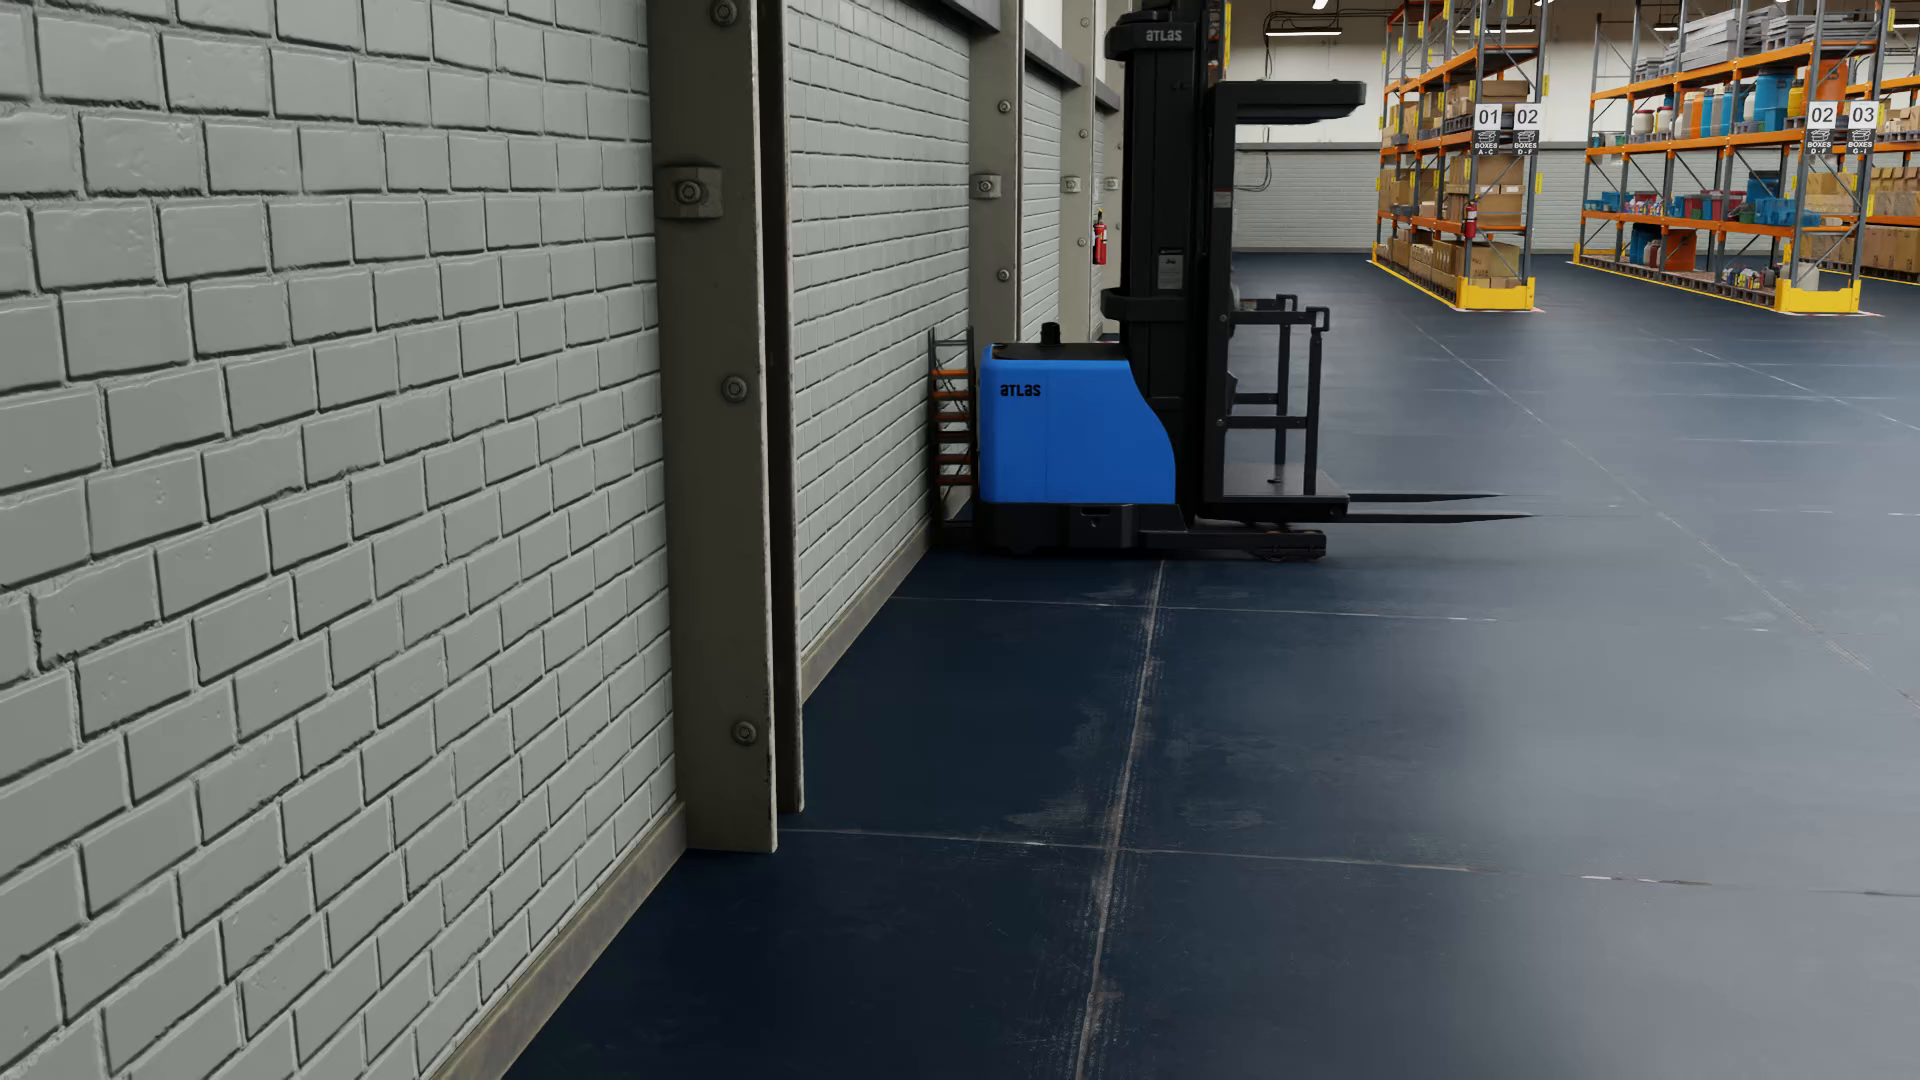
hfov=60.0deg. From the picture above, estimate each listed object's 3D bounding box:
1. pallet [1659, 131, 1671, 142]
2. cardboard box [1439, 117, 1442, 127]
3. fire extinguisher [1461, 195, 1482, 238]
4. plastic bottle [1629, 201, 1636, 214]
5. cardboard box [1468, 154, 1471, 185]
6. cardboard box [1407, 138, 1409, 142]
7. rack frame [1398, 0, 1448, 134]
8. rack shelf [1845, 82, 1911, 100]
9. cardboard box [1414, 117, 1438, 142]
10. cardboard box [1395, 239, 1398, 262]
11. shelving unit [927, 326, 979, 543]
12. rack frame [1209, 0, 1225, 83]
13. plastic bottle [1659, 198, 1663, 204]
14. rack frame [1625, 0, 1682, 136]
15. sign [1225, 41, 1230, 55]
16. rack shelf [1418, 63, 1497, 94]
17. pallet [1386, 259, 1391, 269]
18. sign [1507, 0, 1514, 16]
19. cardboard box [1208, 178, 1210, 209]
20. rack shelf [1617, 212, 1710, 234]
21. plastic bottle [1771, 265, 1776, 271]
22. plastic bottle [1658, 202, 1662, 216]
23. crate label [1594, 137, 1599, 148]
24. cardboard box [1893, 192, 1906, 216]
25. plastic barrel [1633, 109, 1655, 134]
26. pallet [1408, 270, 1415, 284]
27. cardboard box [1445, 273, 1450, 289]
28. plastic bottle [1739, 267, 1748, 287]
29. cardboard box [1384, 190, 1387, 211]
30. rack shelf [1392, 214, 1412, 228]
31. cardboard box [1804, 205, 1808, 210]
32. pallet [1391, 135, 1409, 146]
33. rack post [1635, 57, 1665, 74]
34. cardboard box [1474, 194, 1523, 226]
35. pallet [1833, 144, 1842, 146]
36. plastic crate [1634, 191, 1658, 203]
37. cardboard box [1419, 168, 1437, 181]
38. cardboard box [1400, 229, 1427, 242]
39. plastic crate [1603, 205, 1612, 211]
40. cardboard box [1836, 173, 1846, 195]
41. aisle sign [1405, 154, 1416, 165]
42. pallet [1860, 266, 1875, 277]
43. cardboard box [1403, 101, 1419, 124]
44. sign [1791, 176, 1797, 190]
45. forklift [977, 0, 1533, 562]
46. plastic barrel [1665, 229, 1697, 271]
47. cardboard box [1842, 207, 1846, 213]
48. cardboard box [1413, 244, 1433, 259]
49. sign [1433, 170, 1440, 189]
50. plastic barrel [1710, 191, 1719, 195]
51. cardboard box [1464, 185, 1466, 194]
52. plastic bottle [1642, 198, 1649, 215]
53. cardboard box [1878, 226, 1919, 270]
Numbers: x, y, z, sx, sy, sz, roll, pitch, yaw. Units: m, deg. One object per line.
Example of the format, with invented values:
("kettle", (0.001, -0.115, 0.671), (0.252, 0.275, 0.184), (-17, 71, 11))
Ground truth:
("pallet", (14.980, -8.255, 34.007), (1.003, 0.211, 1.213), (2, 12, 9))
("cardboard box", (9.795, -8.279, 33.027), (0.500, 0.250, 0.500), (2, 12, 10))
("fire extinguisher", (8.164, -5.174, 26.563), (0.296, 0.674, 0.183), (2, 12, 9))
("plastic bottle", (14.877, -7.337, 36.712), (0.152, 0.276, 0.135), (2, 12, 9))
("cardboard box", (8.810, -6.121, 27.461), (0.700, 0.500, 0.500), (2, 12, 7))
("cardboard box", (10.299, -9.222, 38.400), (0.500, 0.250, 0.500), (2, 12, 9))
("rack frame", (10.487, -10.652, 37.559), (1.000, 3.000, 0.127), (2, 12, 9))
("rack shelf", (20.583, -10.199, 38.115), (1.077, 0.370, 4.000), (2, 12, 9))
("cardboard box", (9.906, -8.493, 34.427), (0.910, 0.500, 0.500), (2, 12, 9))
("cardboard box", (10.101, -6.508, 37.460), (0.500, 0.500, 0.500), (2, 12, 9))
("shelving unit", (-0.035, -0.590, 9.349), (0.258, 1.200, 0.189), (0, 13, 6))
("rack frame", (3.746, -8.313, 26.709), (1.000, 3.000, 0.127), (2, 12, 9))
("plastic bottle", (15.420, -7.336, 36.532), (0.144, 0.351, 0.185), (2, 12, 9))
("rack frame", (15.381, -10.490, 36.810), (1.000, 3.000, 0.127), (2, 12, 9))
("sign", (6.130, -11.292, 38.123), (0.100, 0.325, 0.005), (2, 12, 9))
("rack shelf", (9.564, -8.855, 31.881), (1.077, 0.370, 4.000), (2, 12, 9))
("pallet", (10.594, -6.499, 39.148), (1.003, 0.211, 1.213), (2, 12, 9))
("sign", (9.801, -9.497, 29.609), (0.100, 0.325, 0.005), (2, 12, 9))
("cardboard box", (4.117, -5.773, 27.691), (0.500, 0.500, 0.500), (2, 12, 9))
("rack shelf", (15.073, -6.790, 35.586), (1.077, 0.370, 4.000), (2, 12, 9))
("plastic bottle", (14.336, -4.669, 29.282), (0.144, 0.351, 0.185), (2, 12, 7))
("plastic bottle", (14.442, -6.814, 34.269), (0.061, 0.283, 0.133), (2, 12, 9))
("crate label", (15.535, -9.602, 40.163), (0.408, 0.251, 0.502), (2, 12, 9))
("cardboard box", (19.650, -6.936, 34.320), (0.500, 0.500, 0.500), (1, 12, 7))
("plastic barrel", (15.052, -9.194, 36.597), (0.433, 0.535, 0.433), (0, 12, 0))
("pallet", (9.707, -5.353, 33.831), (1.003, 0.211, 1.213), (2, 12, 9))
("cardboard box", (8.572, -4.412, 28.375), (0.500, 0.250, 0.500), (2, 12, 9))
("plastic bottle", (13.522, -4.530, 28.637), (0.144, 0.351, 0.185), (2, 12, 8))
("cardboard box", (10.541, -8.201, 40.189), (0.500, 0.500, 0.500), (2, 12, 9))
("rack shelf", (10.179, -6.951, 36.334), (1.077, 0.370, 4.000), (2, 12, 9))
("cardboard box", (20.432, -7.937, 39.799), (0.380, 0.149, 0.250), (2, 12, 7))
("pallet", (10.317, -8.960, 37.275), (1.213, 0.211, 1.003), (2, 12, 9))
("rack post", (15.220, -10.279, 36.009), (0.937, 0.300, 0.954), (2, 12, 8))
("cardboard box", (8.726, -5.367, 27.038), (0.700, 0.500, 0.500), (2, 12, 9))
("pallet", (20.786, -9.498, 39.536), (1.003, 0.211, 1.213), (2, 12, 9))
("plastic crate", (15.766, -7.796, 38.254), (0.402, 0.464, 0.583), (2, 12, 9))
("cardboard box", (10.838, -8.346, 38.488), (0.500, 0.500, 0.500), (2, 12, 10))
("cardboard box", (9.941, -6.673, 36.447), (0.500, 0.250, 0.500), (2, 12, 8))
("plastic crate", (15.352, -7.830, 39.191), (0.293, 0.136, 0.466), (2, 12, 9))
("cardboard box", (20.163, -8.044, 37.571), (0.500, 0.500, 0.500), (2, 12, 9))
("aisle sign", (11.415, -9.827, 41.800), (0.394, 0.787, 0.004), (2, 12, 9))
("pallet", (20.231, -5.871, 36.235), (1.003, 0.211, 1.213), (2, 12, 9))
("cardboard box", (10.524, -9.825, 38.234), (0.700, 0.500, 0.500), (2, 12, 9))
("sign", (20.343, -8.711, 40.551), (0.100, 0.325, 0.005), (2, 12, 9))
("forklift", (1.620, -1.428, 9.163), (3.031, 2.935, 1.130), (0, 12, 2))
("plastic barrel", (14.824, -5.972, 34.238), (0.600, 0.830, 0.708), (2, 12, 9))
("cardboard box", (20.038, -7.402, 37.317), (0.380, 0.149, 0.250), (2, 12, 10))
("cardboard box", (9.429, -5.812, 33.543), (0.500, 0.311, 0.500), (2, 12, 7))
("sign", (8.719, -6.596, 30.422), (0.100, 0.325, 0.005), (2, 12, 9))
("plastic barrel", (14.819, -6.559, 32.541), (0.421, 0.512, 0.421), (0, 12, 0))
("cardboard box", (8.671, -5.887, 27.915), (0.380, 0.149, 0.250), (2, 12, 10))
("plastic bottle", (14.697, -7.135, 35.597), (0.144, 0.351, 0.185), (2, 12, 9))
("cardboard box", (19.931, -6.059, 34.537), (1.225, 0.875, 0.875), (2, 12, 9))
